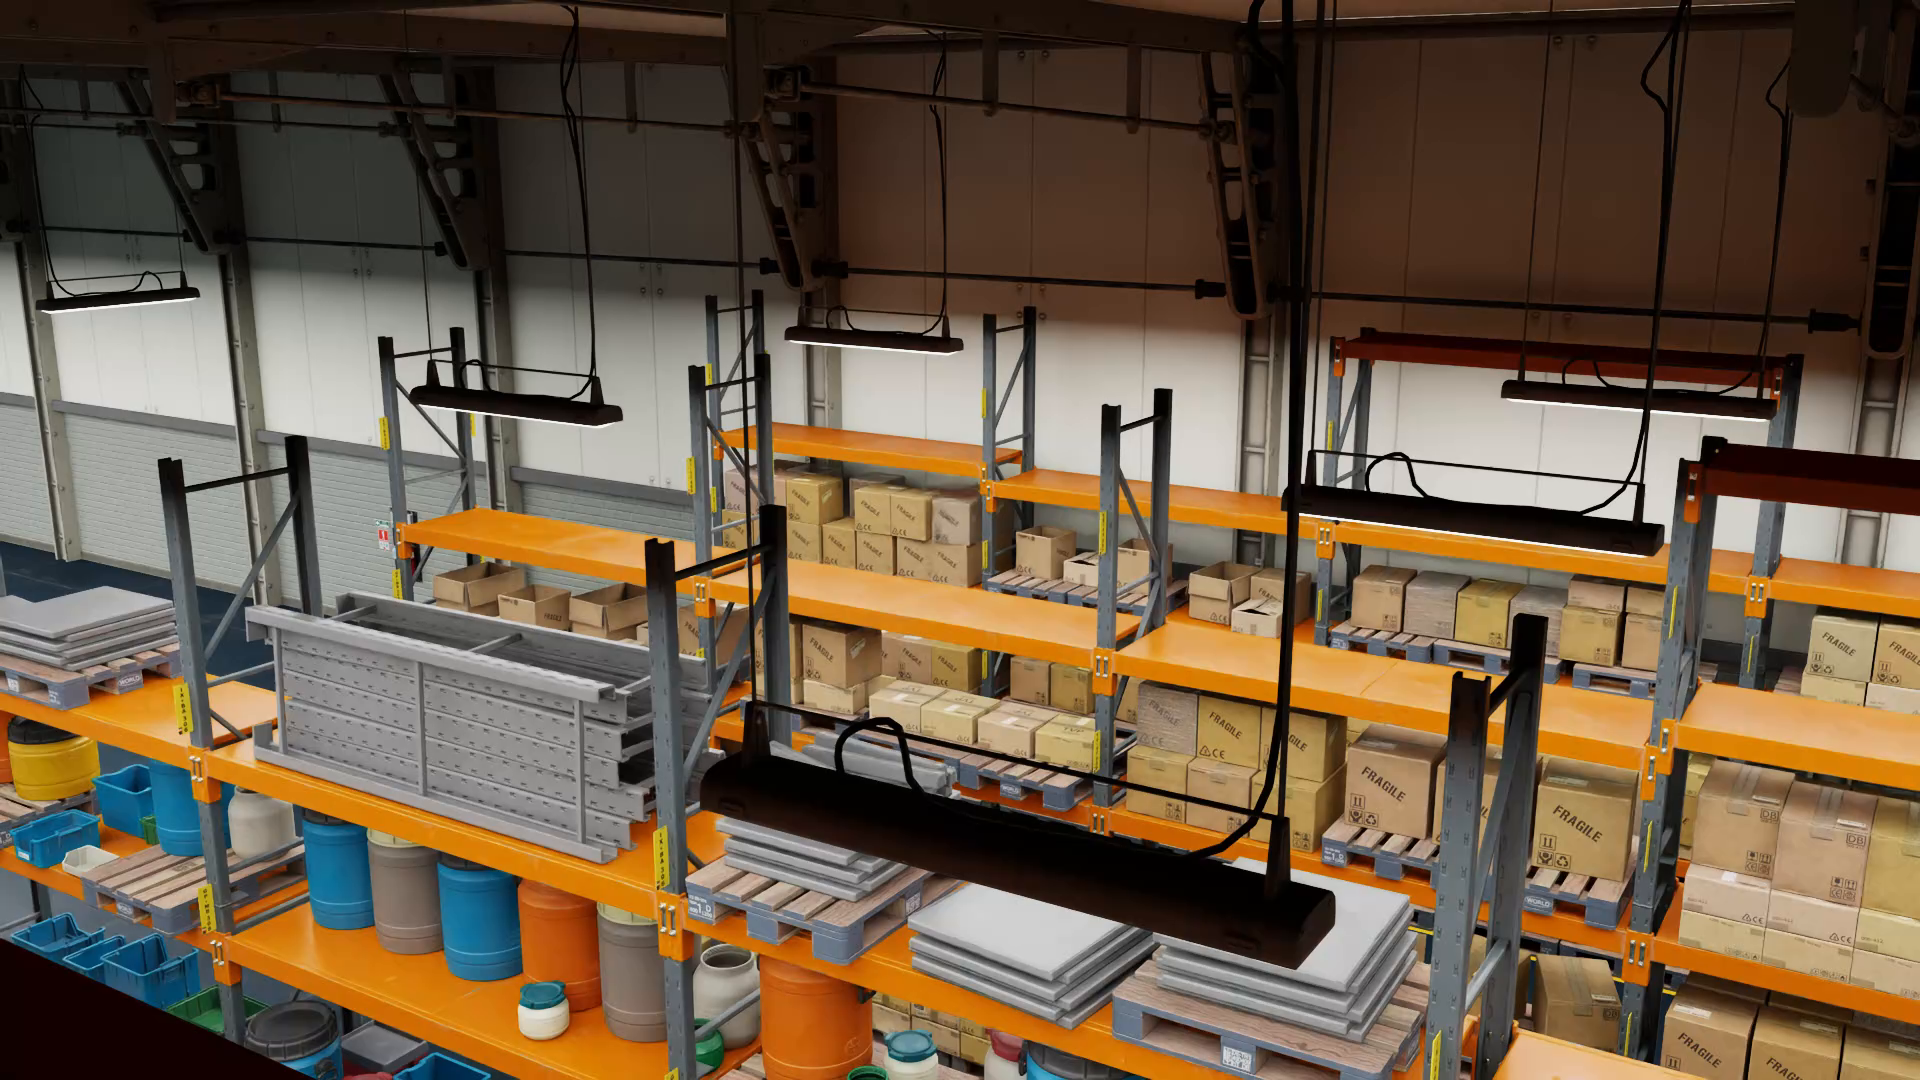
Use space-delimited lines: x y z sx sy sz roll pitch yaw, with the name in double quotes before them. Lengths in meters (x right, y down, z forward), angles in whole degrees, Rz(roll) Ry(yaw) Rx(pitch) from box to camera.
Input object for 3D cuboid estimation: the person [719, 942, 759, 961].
"person" -1.978 3.999 14.165 1.058 1.357 0.429 8 16 28
